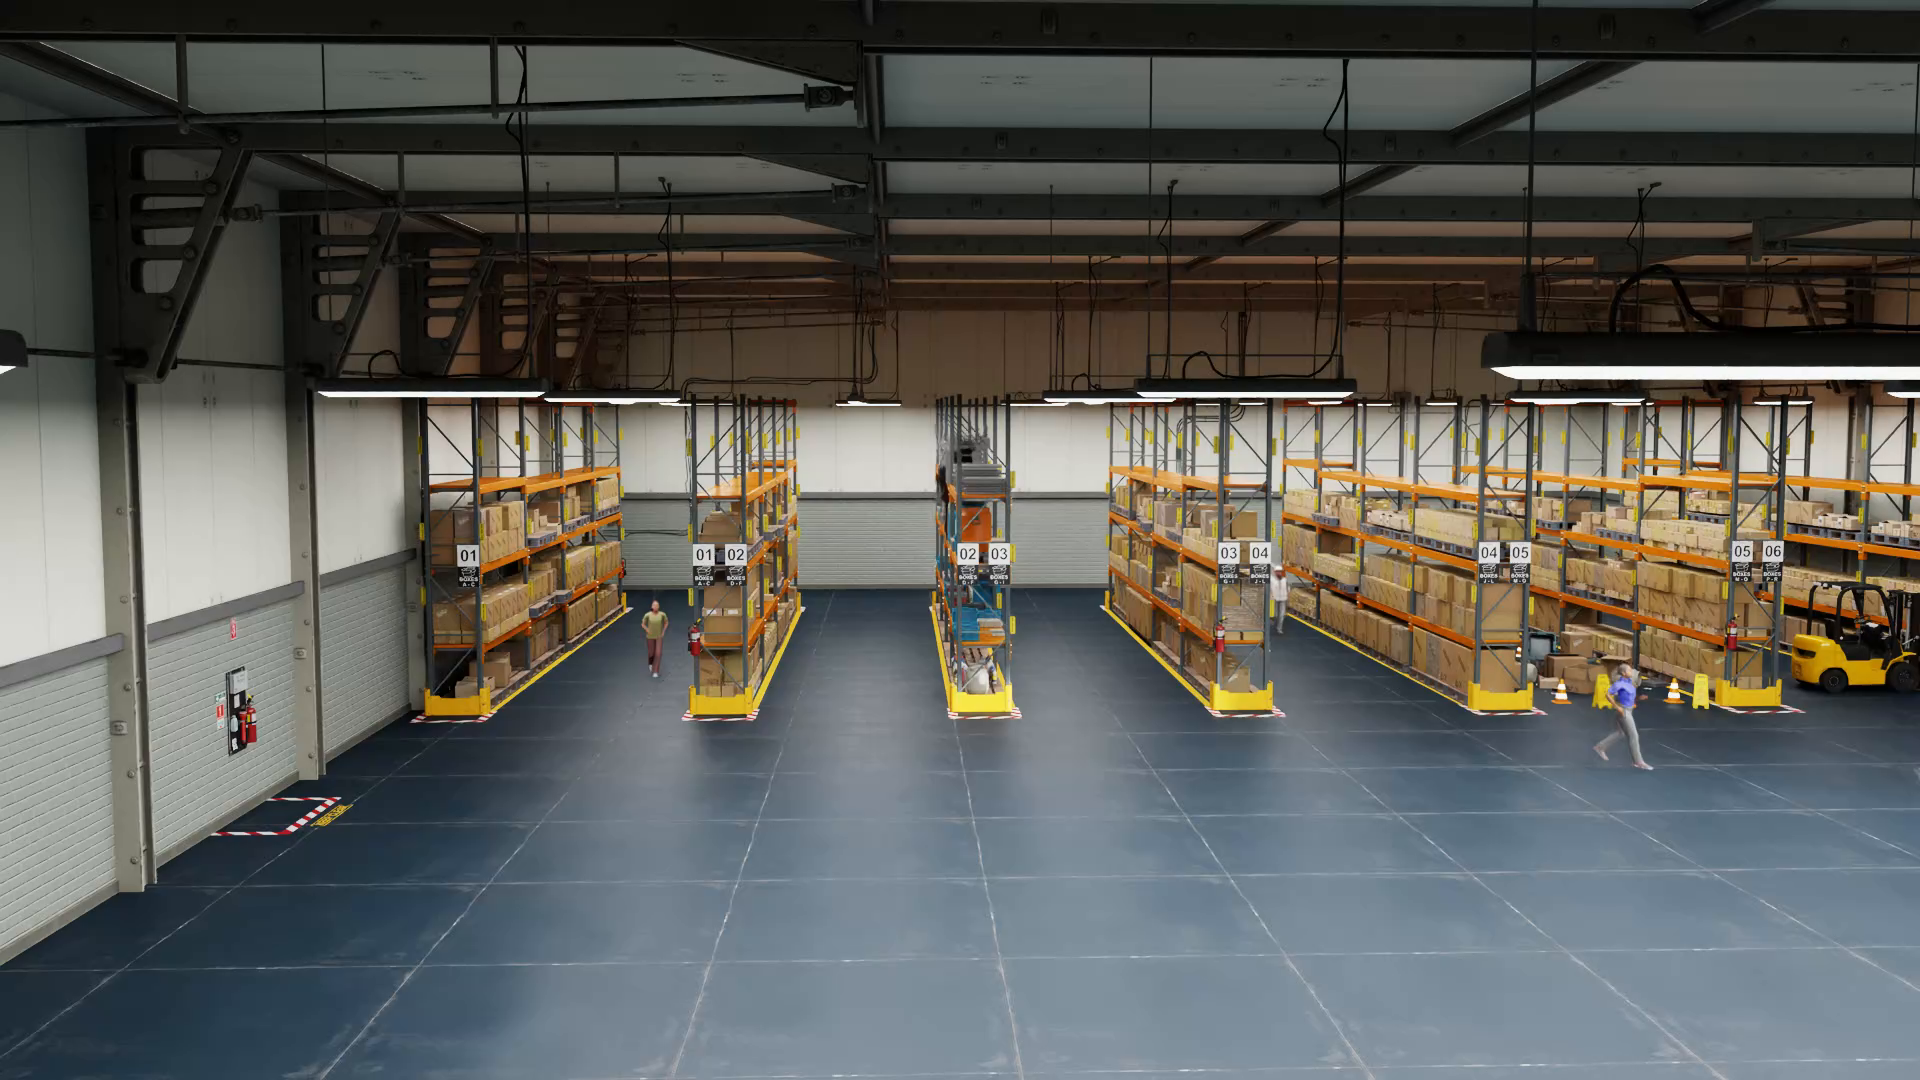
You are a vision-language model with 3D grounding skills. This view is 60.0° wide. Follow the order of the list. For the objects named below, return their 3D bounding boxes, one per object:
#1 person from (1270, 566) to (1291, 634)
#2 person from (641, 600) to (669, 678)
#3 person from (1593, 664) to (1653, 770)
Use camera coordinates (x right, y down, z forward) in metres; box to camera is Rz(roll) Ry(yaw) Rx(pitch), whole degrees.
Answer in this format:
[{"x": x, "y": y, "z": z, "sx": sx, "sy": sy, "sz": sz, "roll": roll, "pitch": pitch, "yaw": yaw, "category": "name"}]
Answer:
[{"x": 8.153, "y": 1.529, "z": 42.486, "sx": 0.676, "sy": 1.740, "sz": 0.814, "roll": 0, "pitch": 4, "yaw": -1, "category": "person"}, {"x": -6.525, "y": 2.095, "z": 35.620, "sx": 0.577, "sy": 1.643, "sz": 0.752, "roll": -1, "pitch": 5, "yaw": -16, "category": "person"}, {"x": 10.585, "y": 2.789, "z": 26.521, "sx": 0.941, "sy": 1.644, "sz": 0.575, "roll": 3, "pitch": 5, "yaw": 34, "category": "person"}]
